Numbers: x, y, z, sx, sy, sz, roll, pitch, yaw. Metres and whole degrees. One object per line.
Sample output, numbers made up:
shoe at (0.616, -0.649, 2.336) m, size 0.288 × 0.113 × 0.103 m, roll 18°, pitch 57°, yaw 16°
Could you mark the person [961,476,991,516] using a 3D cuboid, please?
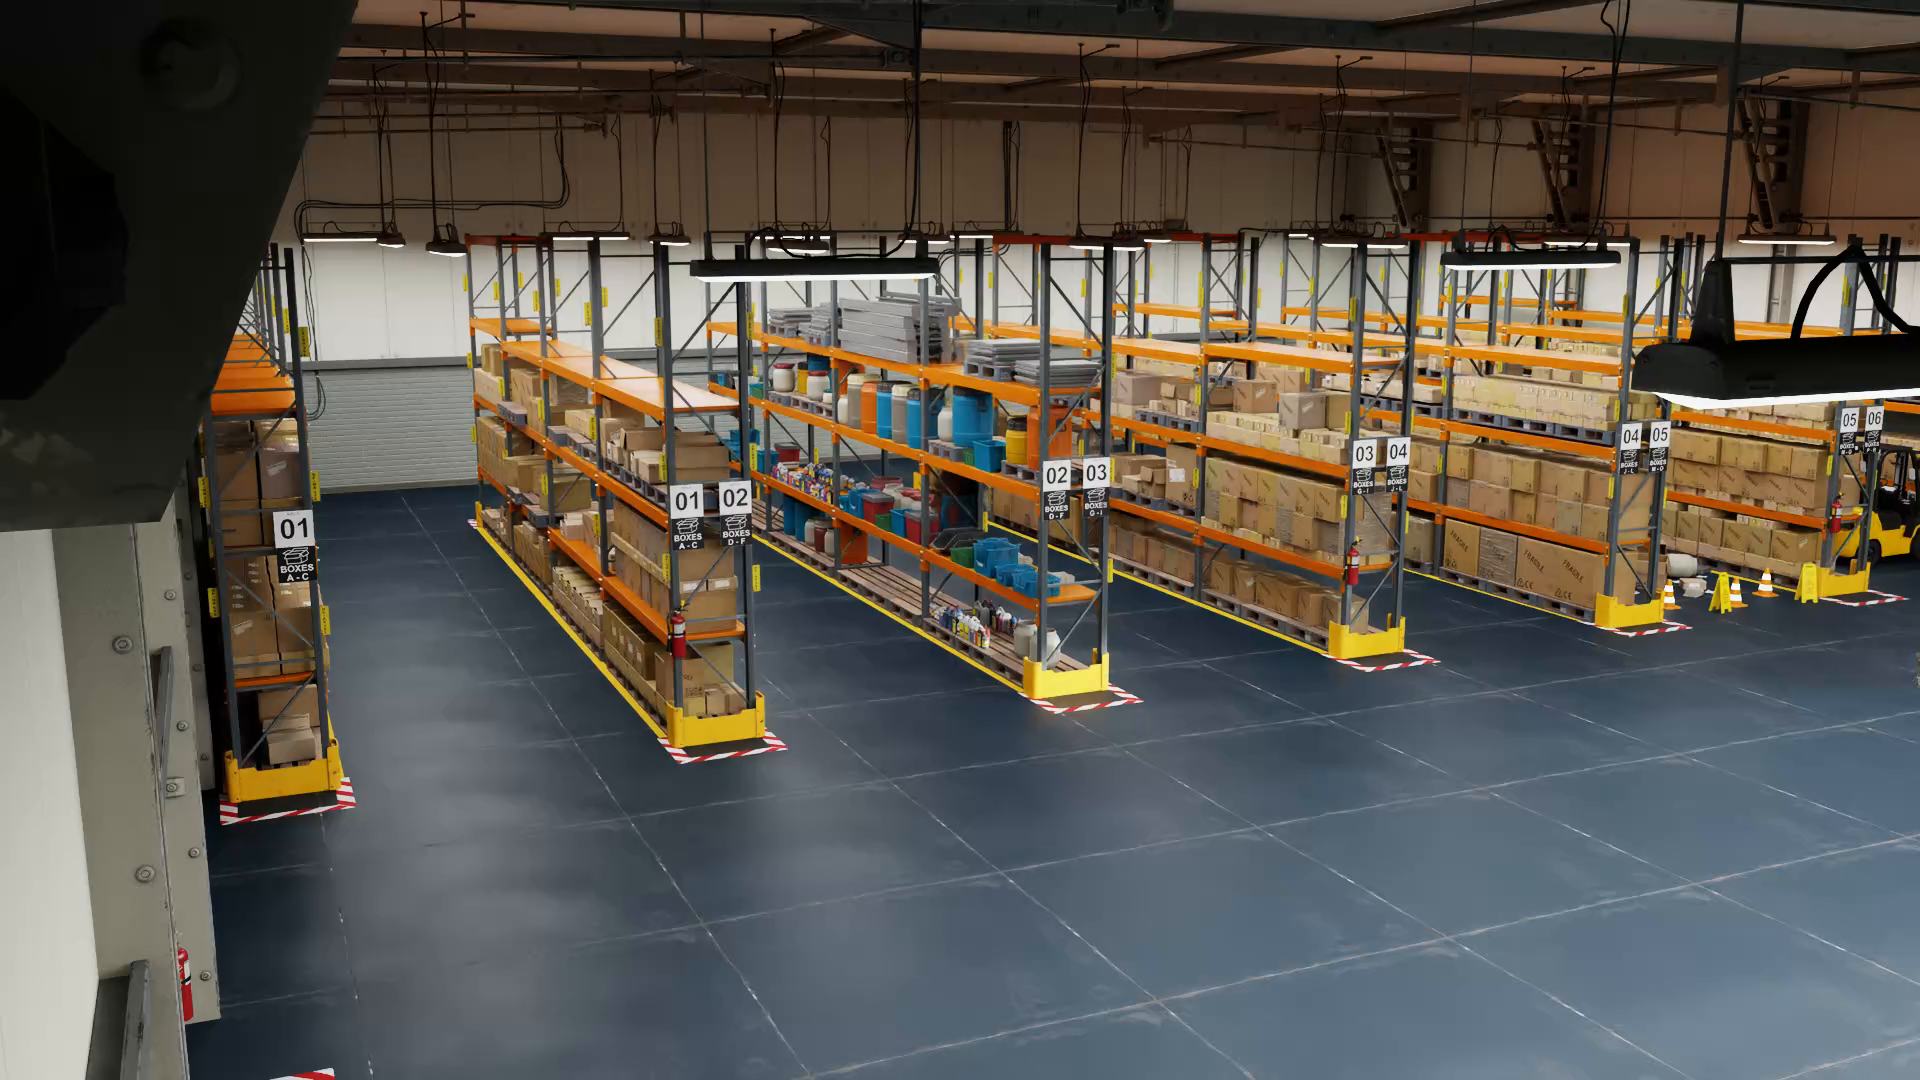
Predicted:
person at (0.361, -0.954, 33.468) m, size 0.675 × 1.735 × 0.610 m, roll -6°, pitch 13°, yaw -29°
